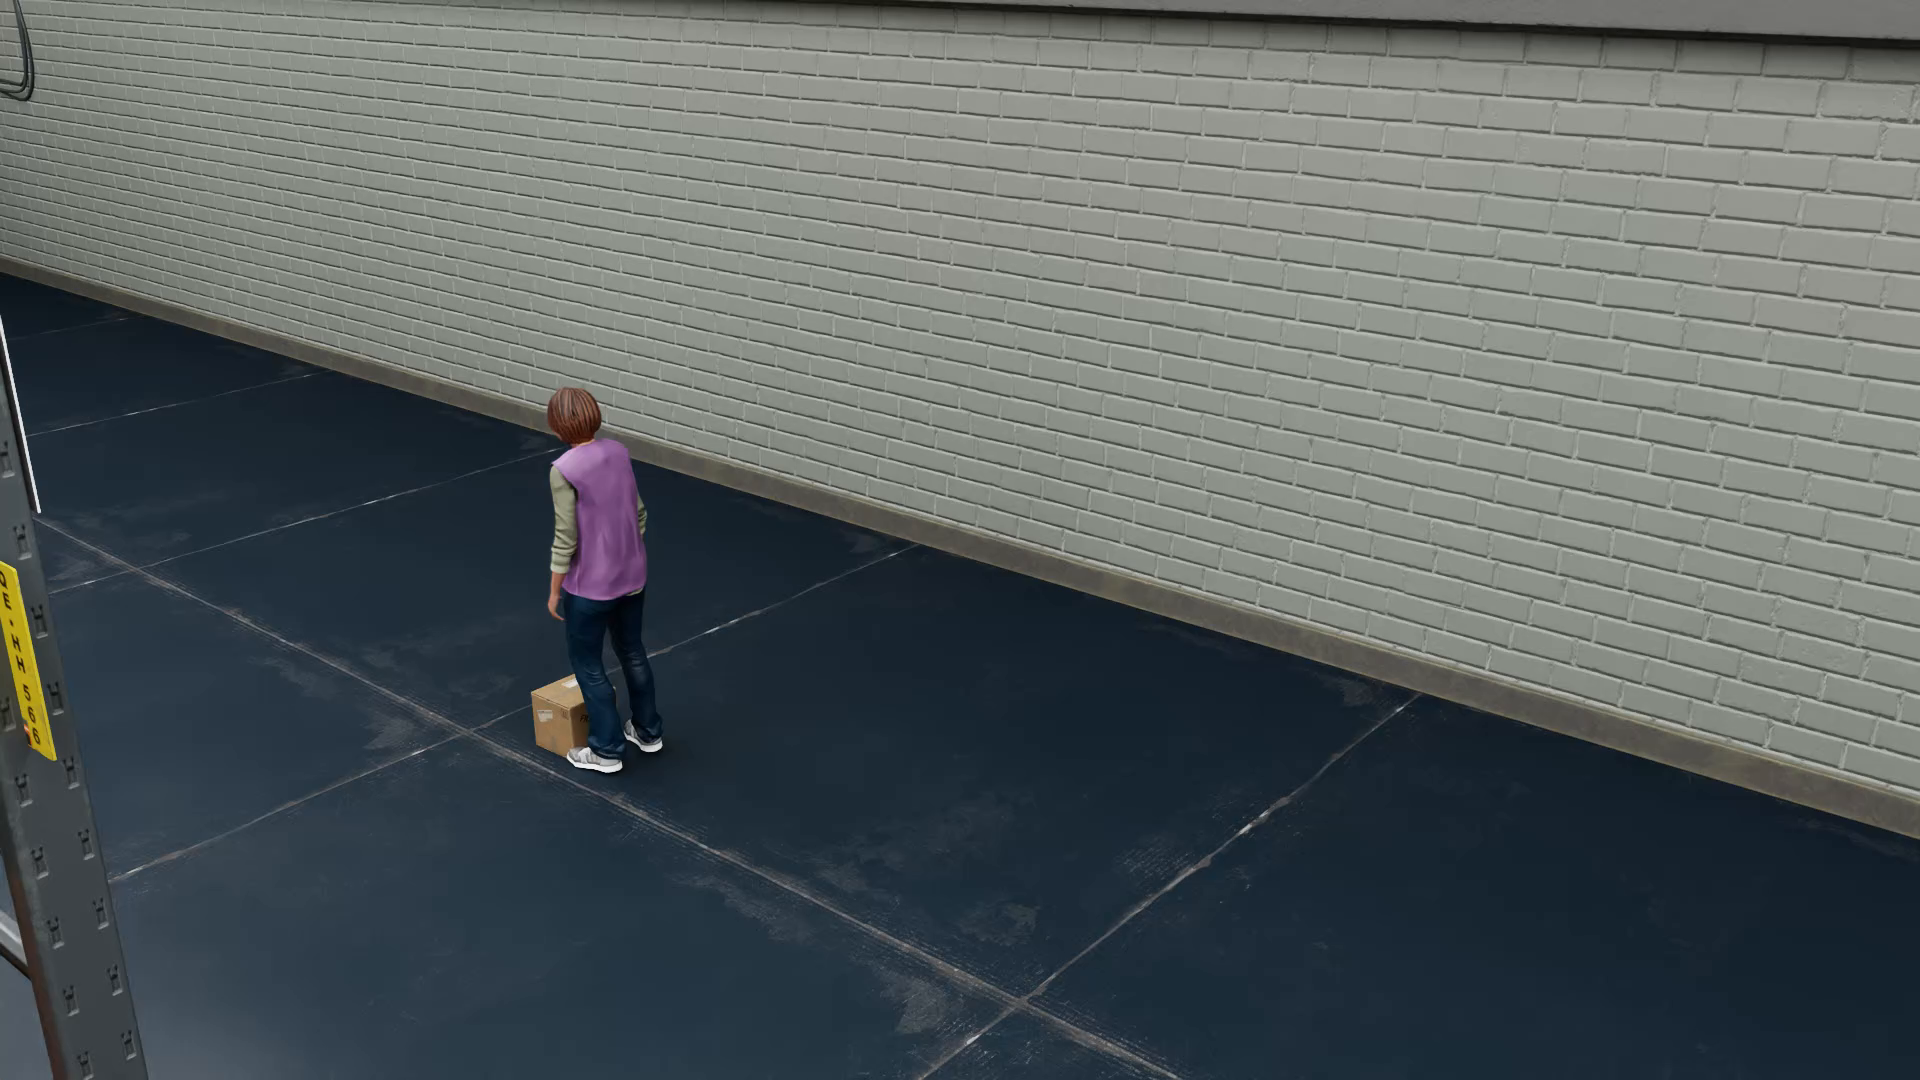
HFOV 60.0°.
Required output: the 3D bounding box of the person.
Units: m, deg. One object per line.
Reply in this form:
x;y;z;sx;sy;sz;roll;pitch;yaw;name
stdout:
-1.430;0.168;6.642;0.340;1.594;0.483;15;25;34;person
